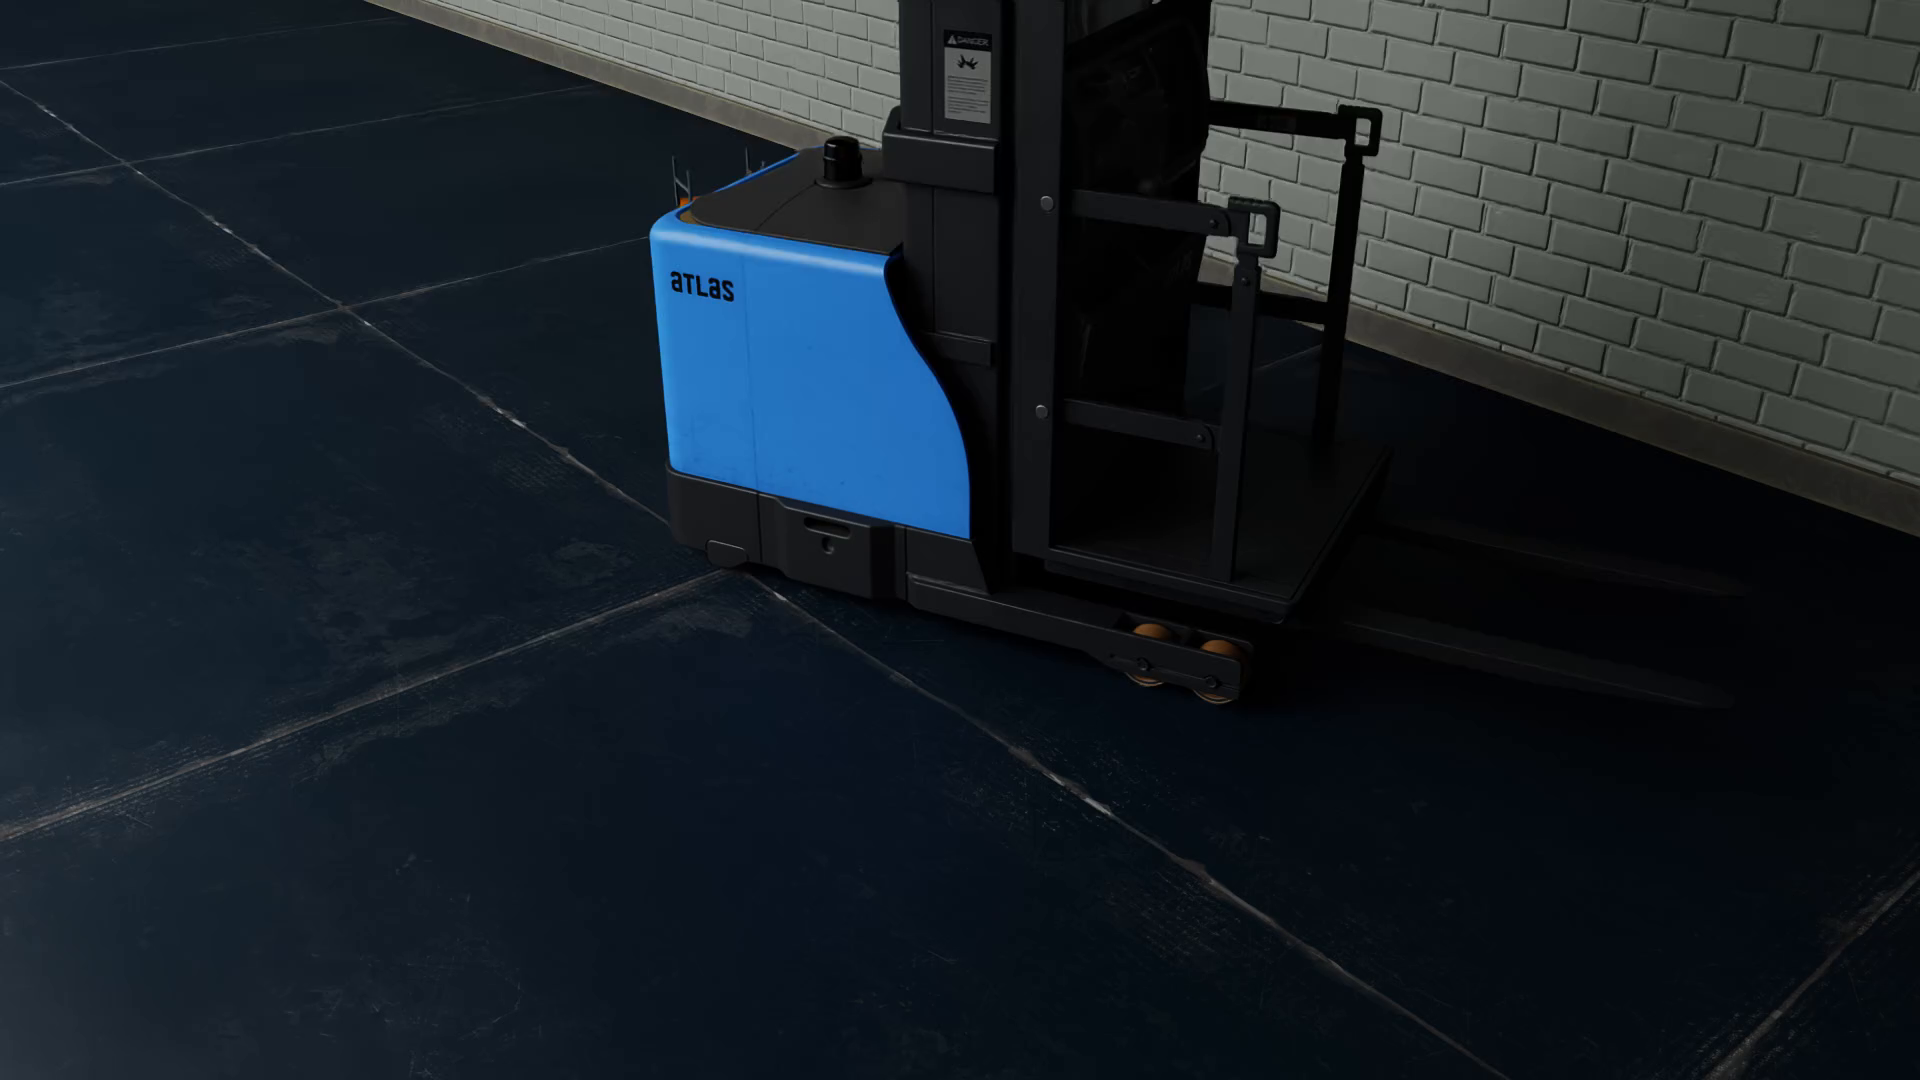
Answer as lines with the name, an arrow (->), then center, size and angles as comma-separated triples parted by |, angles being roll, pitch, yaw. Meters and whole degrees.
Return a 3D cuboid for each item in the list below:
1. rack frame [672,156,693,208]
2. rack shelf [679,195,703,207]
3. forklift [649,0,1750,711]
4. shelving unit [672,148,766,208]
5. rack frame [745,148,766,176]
rack frame -> -0.882, -0.730, 5.516 | 0.008, 1.050, 0.200 | -11, 29, -20
rack shelf -> -0.771, -0.994, 5.432 | 0.240, 0.259, 0.215 | -11, 29, -20
forklift -> 0.659, -1.141, 4.293 | 3.031, 2.935, 1.130 | 13, 31, 23
shelving unit -> -0.770, -0.752, 5.558 | 0.252, 1.050, 0.215 | -11, 29, -20
rack frame -> -0.657, -0.775, 5.600 | 0.008, 1.050, 0.200 | -11, 29, -20
